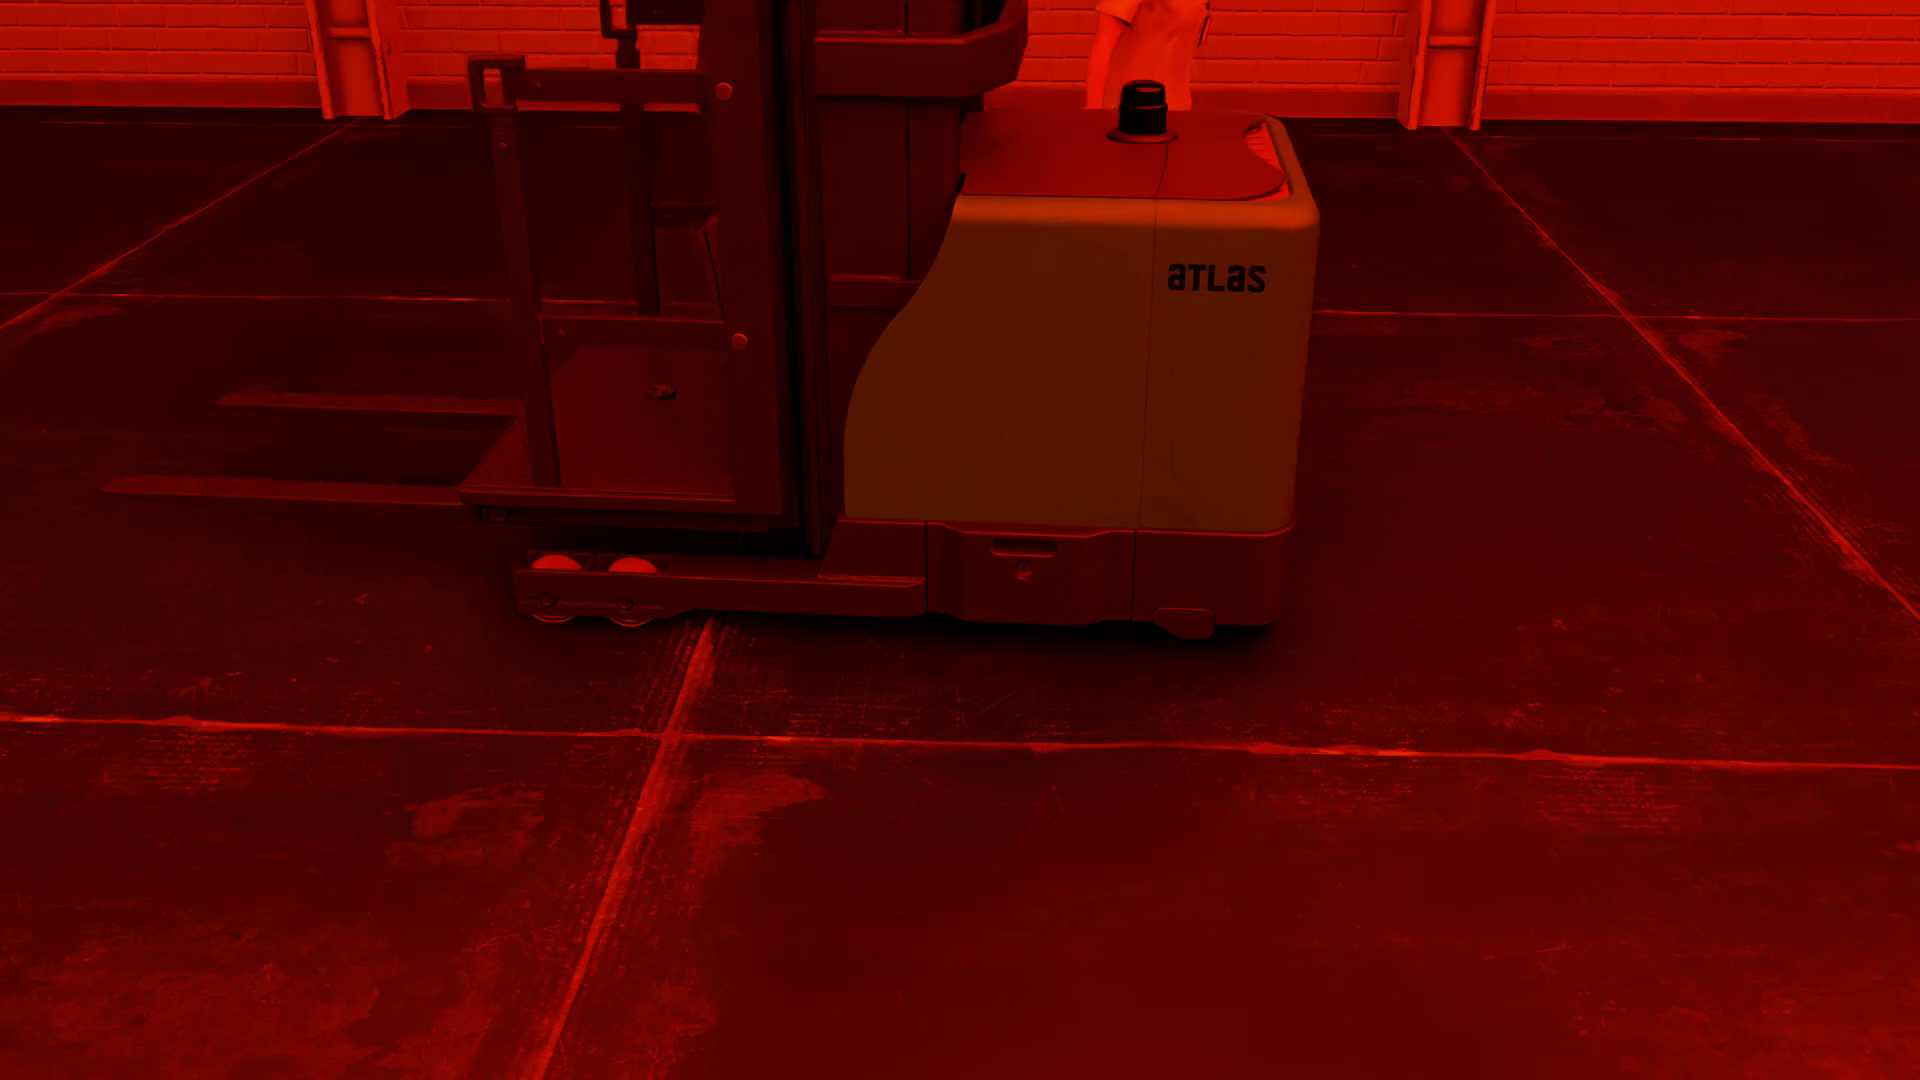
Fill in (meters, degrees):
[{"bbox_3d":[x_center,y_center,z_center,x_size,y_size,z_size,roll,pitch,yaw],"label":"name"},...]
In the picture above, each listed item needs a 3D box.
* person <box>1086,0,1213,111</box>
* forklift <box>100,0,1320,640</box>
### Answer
[{"bbox_3d":[0.638,-1.417,5.560,0.390,1.645,0.779,14,30,26],"label":"person"},{"bbox_3d":[-0.678,-1.331,3.907,3.031,2.935,1.130,2,26,5],"label":"forklift"}]
